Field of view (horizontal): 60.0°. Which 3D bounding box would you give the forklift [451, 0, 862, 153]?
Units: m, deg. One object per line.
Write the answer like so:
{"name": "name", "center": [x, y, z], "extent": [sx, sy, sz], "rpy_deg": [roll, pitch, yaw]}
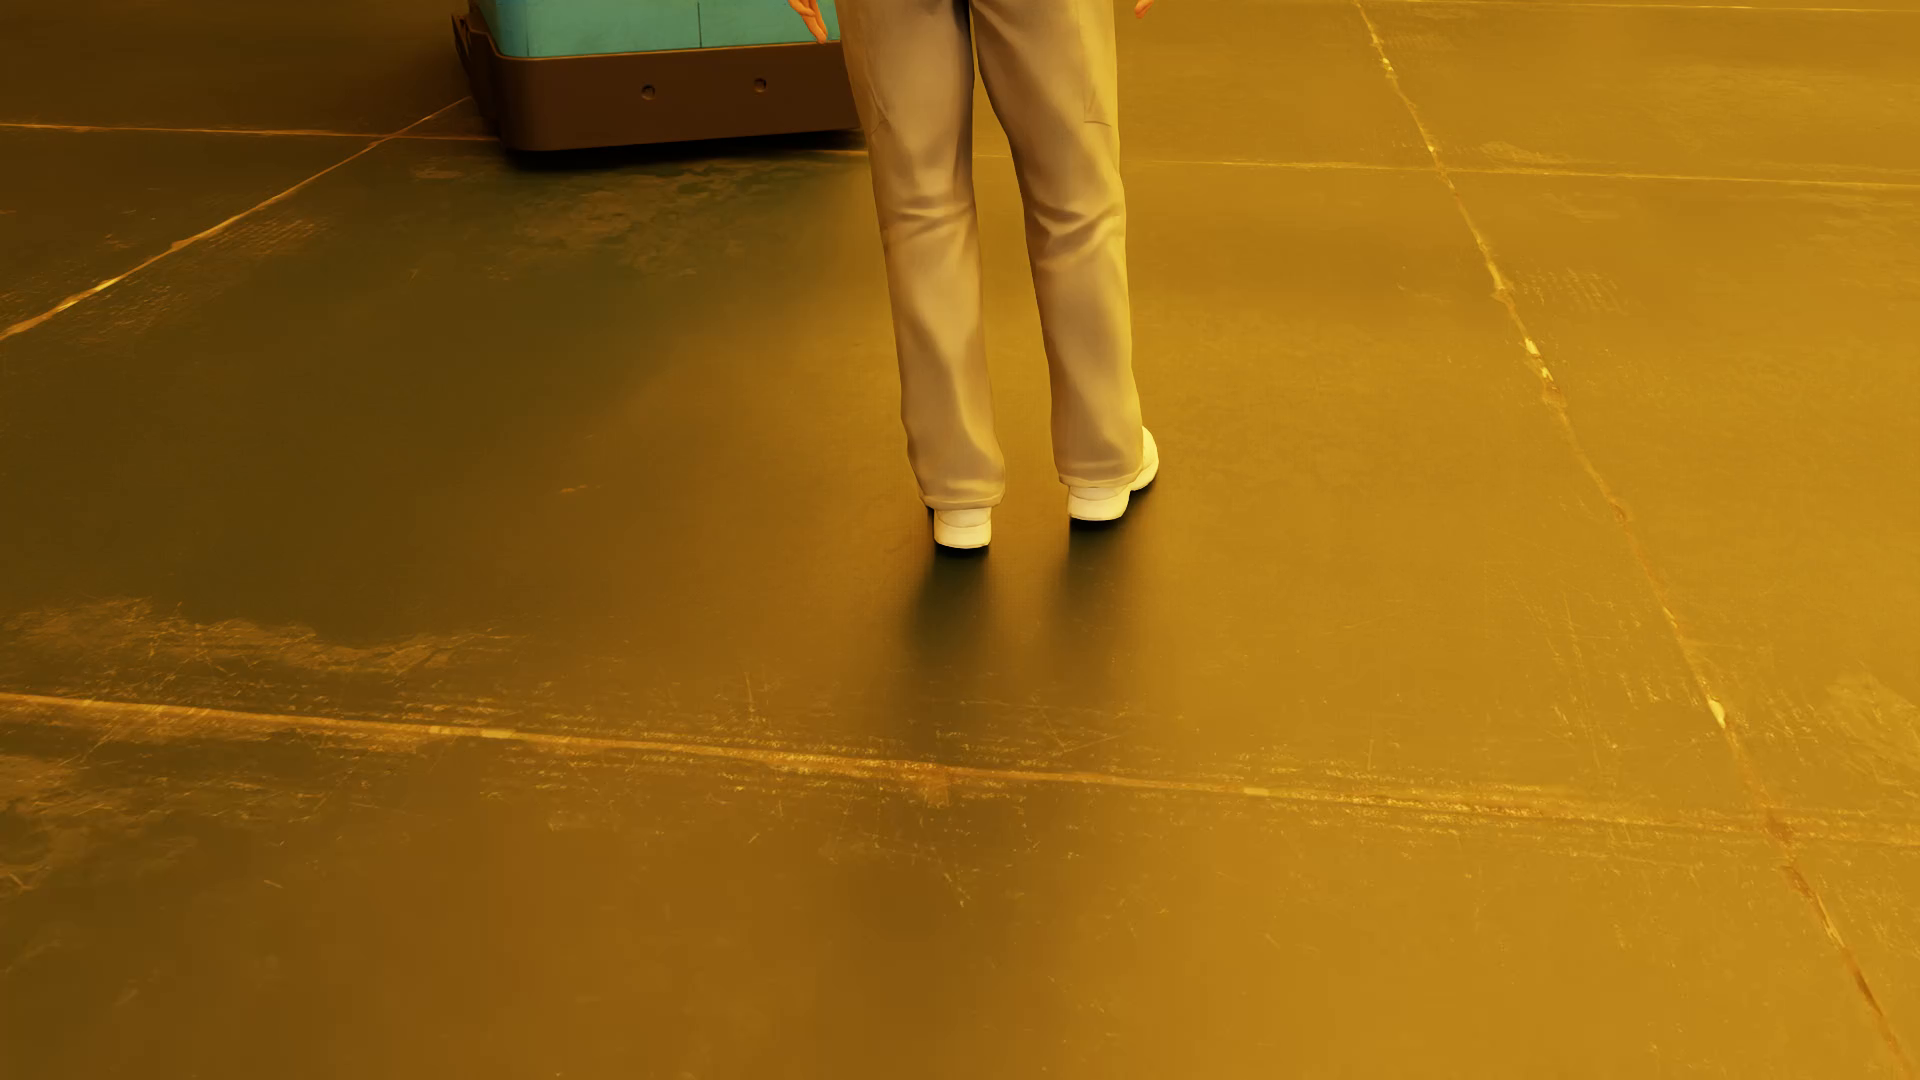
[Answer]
{"name": "forklift", "center": [-1.166, -2.976, 5.183], "extent": [1.130, 2.935, 3.031], "rpy_deg": [-9, 28, -17]}

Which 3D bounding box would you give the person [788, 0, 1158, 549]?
{"name": "person", "center": [0.023, -0.788, 2.187], "extent": [0.549, 1.673, 0.548], "rpy_deg": [3, 27, 7]}
